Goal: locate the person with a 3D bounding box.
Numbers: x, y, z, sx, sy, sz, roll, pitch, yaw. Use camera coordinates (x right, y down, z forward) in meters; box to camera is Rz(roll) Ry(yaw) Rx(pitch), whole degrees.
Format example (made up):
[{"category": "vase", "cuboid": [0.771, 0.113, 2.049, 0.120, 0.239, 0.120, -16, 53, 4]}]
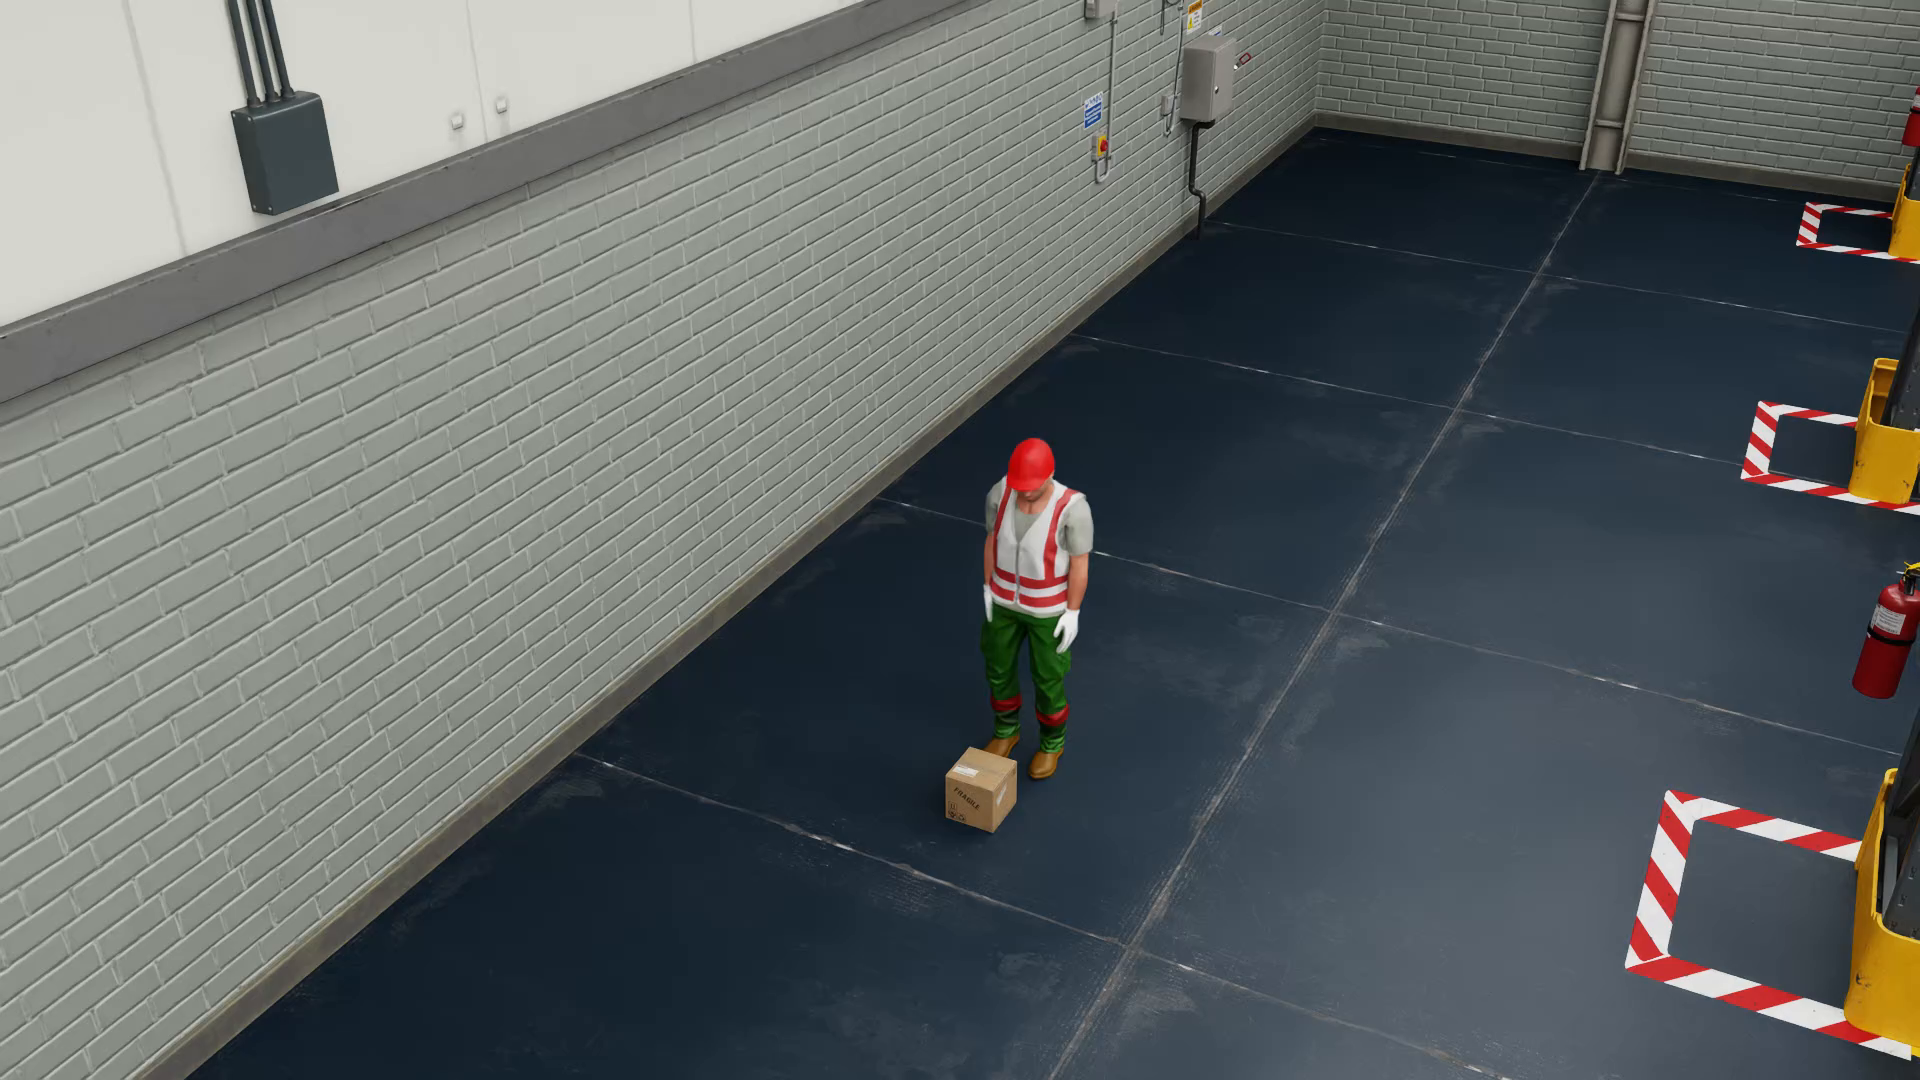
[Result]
[{"category": "person", "cuboid": [0.332, 0.311, 7.748, 0.531, 1.768, 0.388, 15, 33, 24]}]
